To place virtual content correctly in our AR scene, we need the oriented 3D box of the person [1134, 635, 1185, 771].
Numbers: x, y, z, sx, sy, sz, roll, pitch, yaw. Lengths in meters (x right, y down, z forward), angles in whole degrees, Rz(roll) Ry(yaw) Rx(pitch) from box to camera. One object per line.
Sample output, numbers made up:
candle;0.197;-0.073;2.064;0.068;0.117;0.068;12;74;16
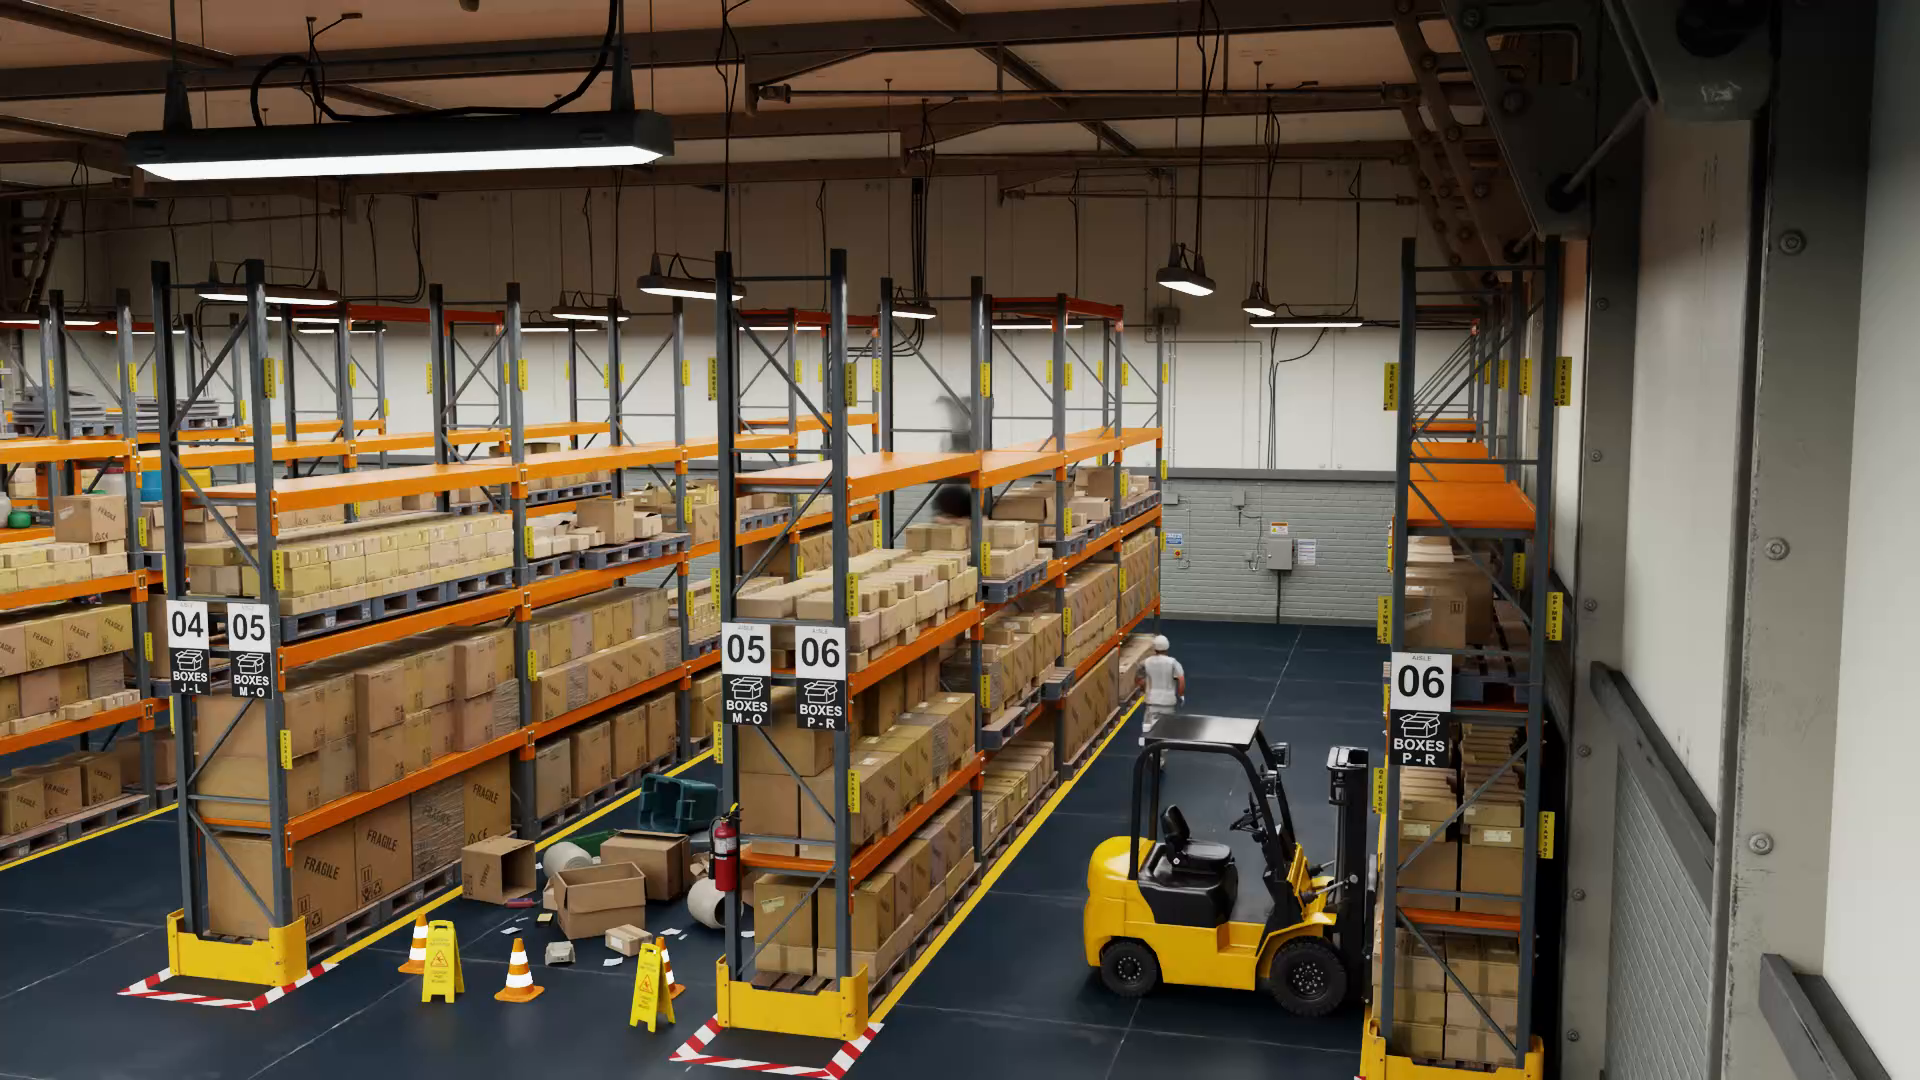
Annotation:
person;2.512;2.072;20.938;0.660;1.763;0.840;1;6;12
